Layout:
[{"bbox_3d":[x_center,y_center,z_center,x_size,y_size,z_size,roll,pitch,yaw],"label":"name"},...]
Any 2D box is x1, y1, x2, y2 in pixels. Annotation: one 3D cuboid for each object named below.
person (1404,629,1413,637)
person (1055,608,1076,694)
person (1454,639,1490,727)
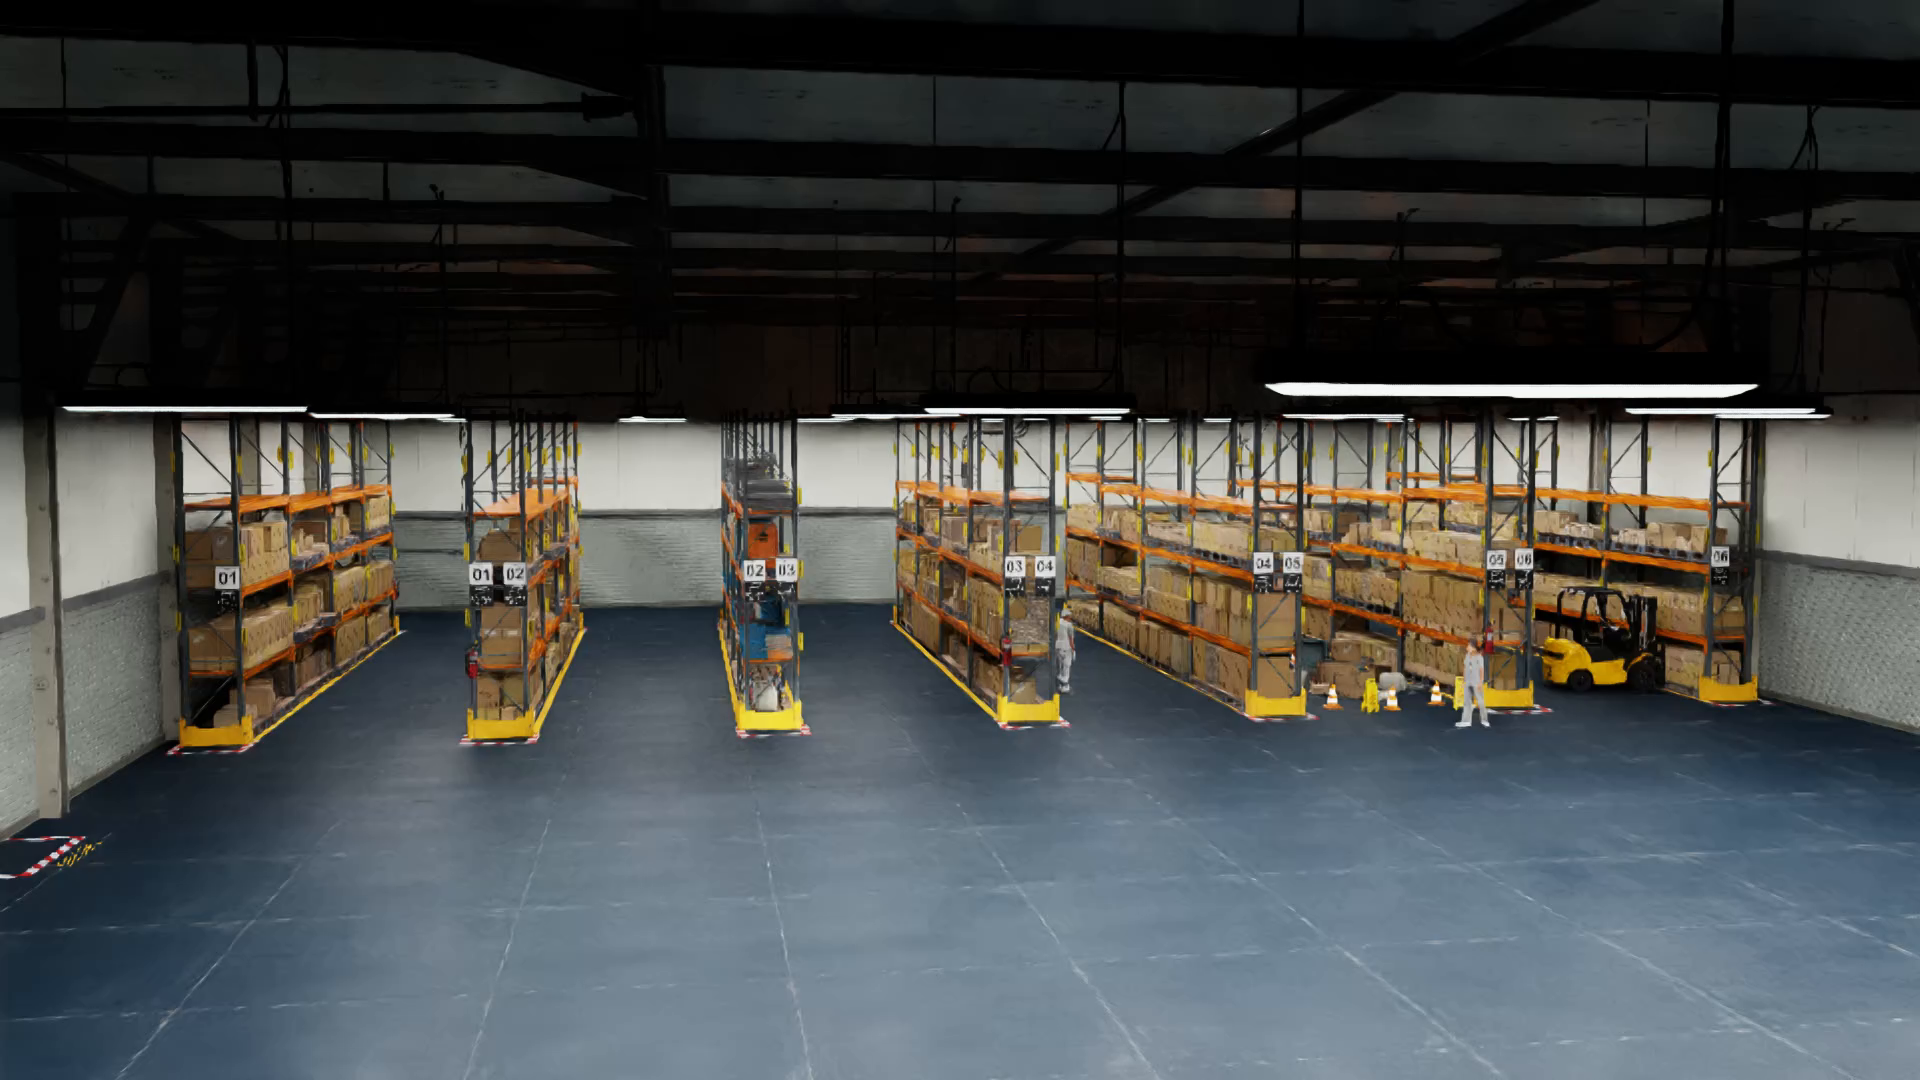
[{"bbox_3d":[12.063,1.793,44.311,0.558,1.657,0.604,1,4,15],"label":"person"},{"bbox_3d":[2.272,2.342,35.358,0.462,1.794,0.625,-3,5,-35],"label":"person"},{"bbox_3d":[9.731,2.702,31.425,0.551,1.674,0.572,-2,5,-31],"label":"person"}]
